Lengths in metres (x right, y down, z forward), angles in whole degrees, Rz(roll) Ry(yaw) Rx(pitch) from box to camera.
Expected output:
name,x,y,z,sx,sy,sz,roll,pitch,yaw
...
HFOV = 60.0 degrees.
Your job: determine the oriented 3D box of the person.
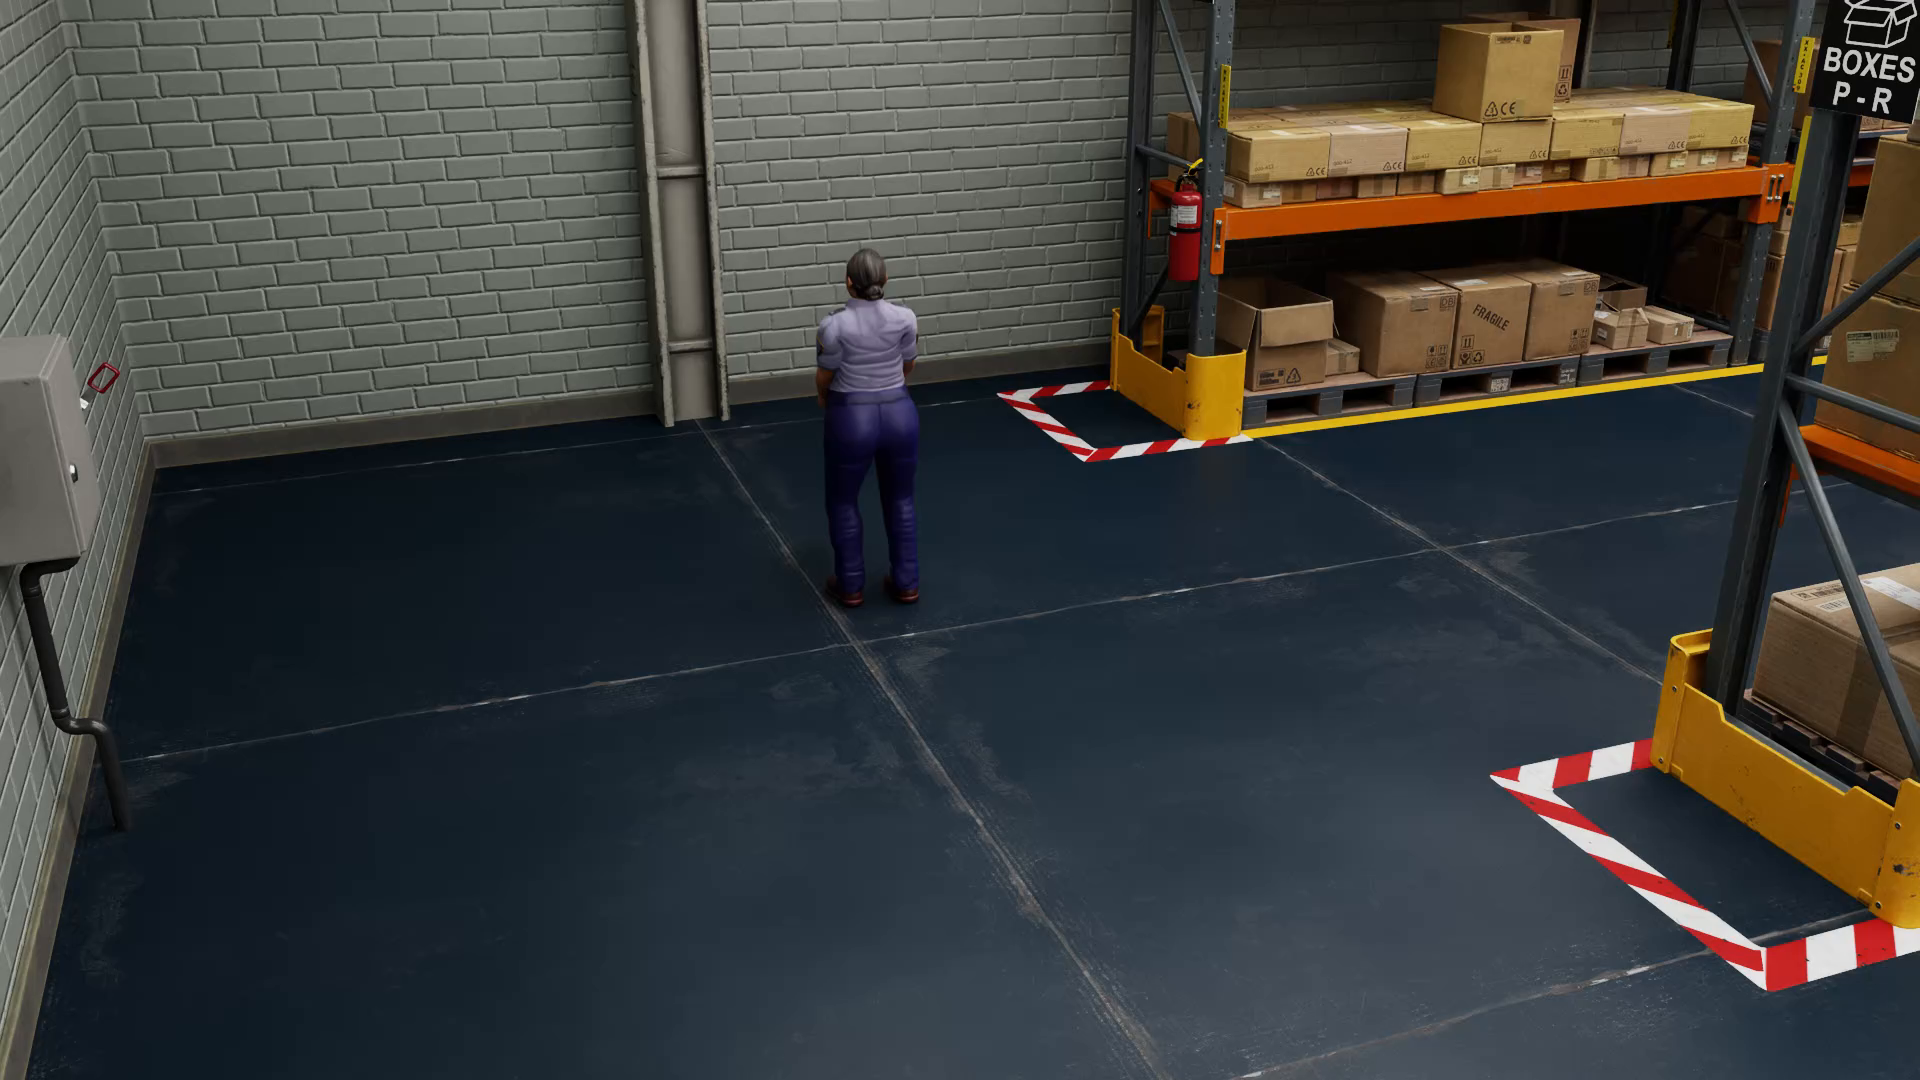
name,x,y,z,sx,sy,sz,roll,pitch,yaw
person,-0.426,-0.510,7.347,0.452,1.634,0.524,-8,24,-18
